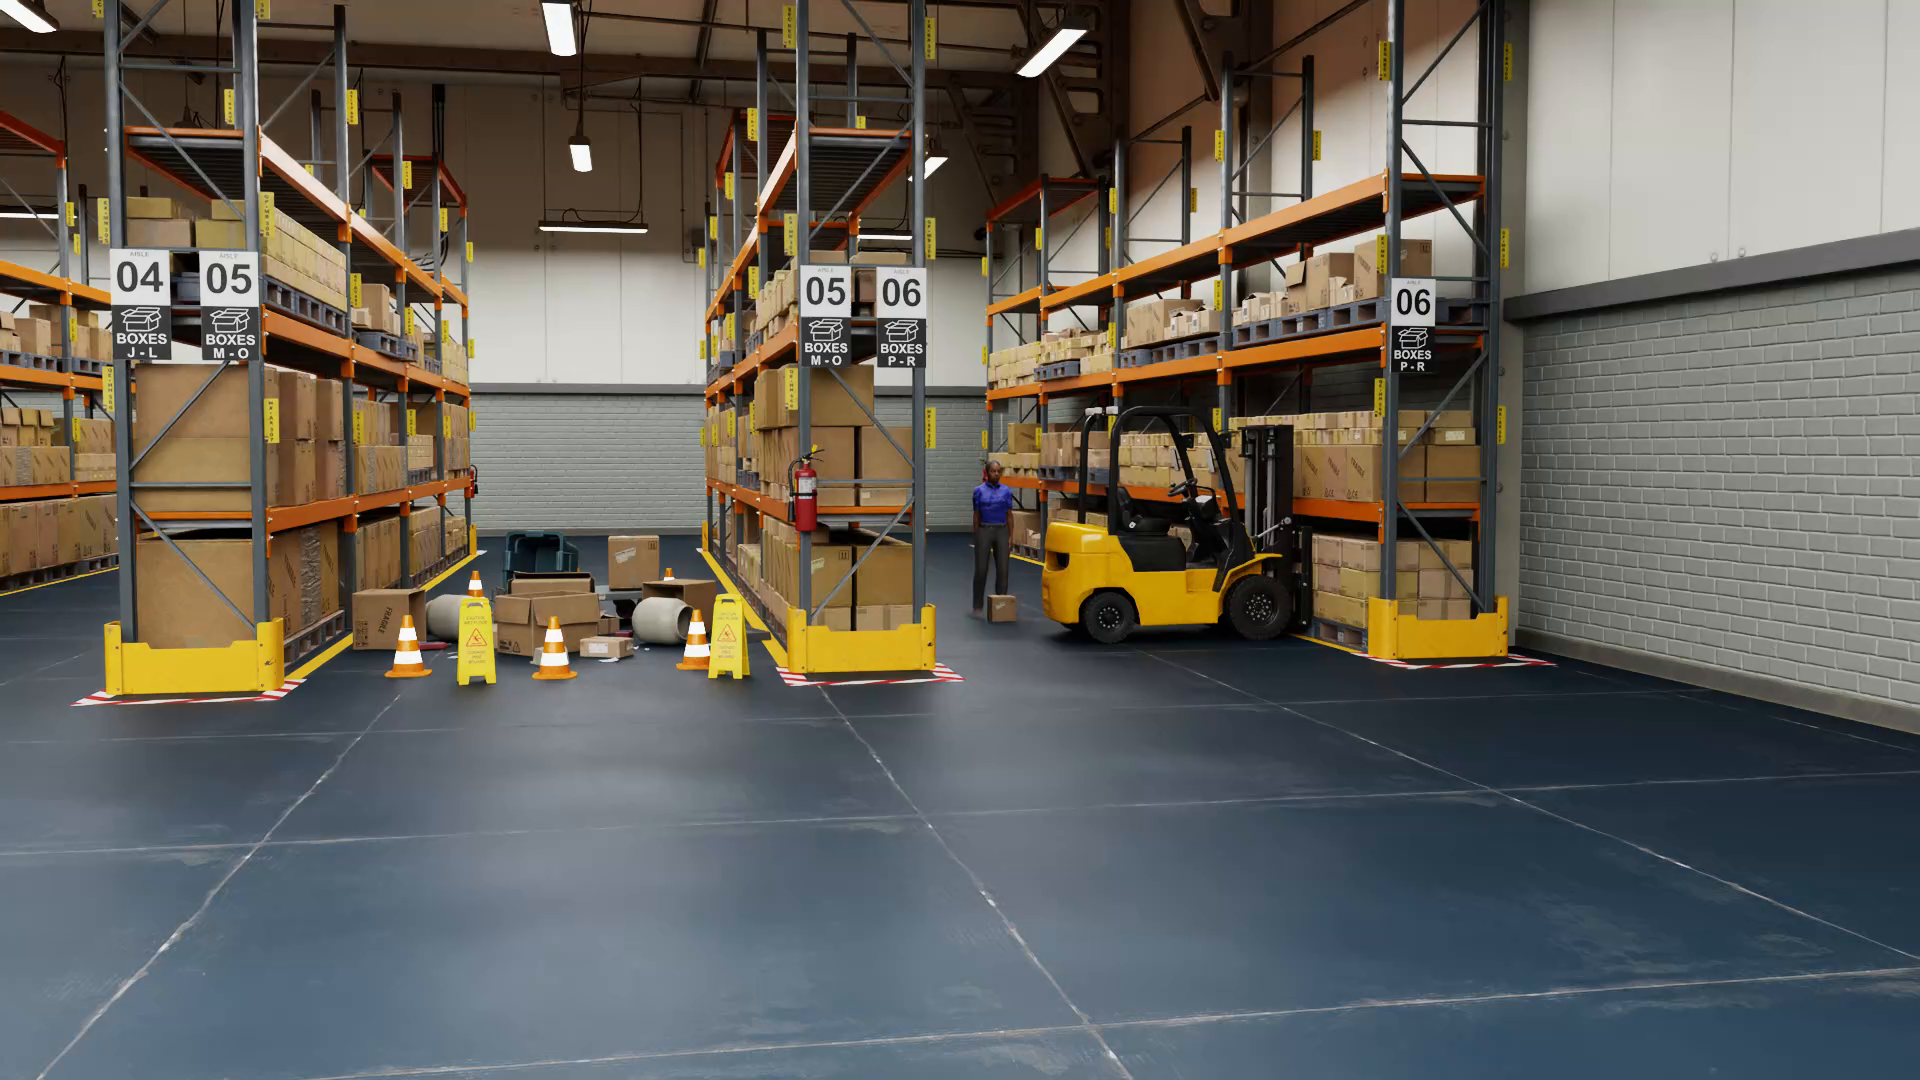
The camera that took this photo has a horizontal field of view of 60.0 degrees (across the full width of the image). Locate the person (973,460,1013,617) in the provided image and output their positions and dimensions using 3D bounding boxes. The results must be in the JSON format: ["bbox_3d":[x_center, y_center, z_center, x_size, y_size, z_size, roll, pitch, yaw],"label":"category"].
[{"bbox_3d":[0.350,0.005,17.596,0.444,1.678,0.324,-1,3,-10],"label":"person"}]
